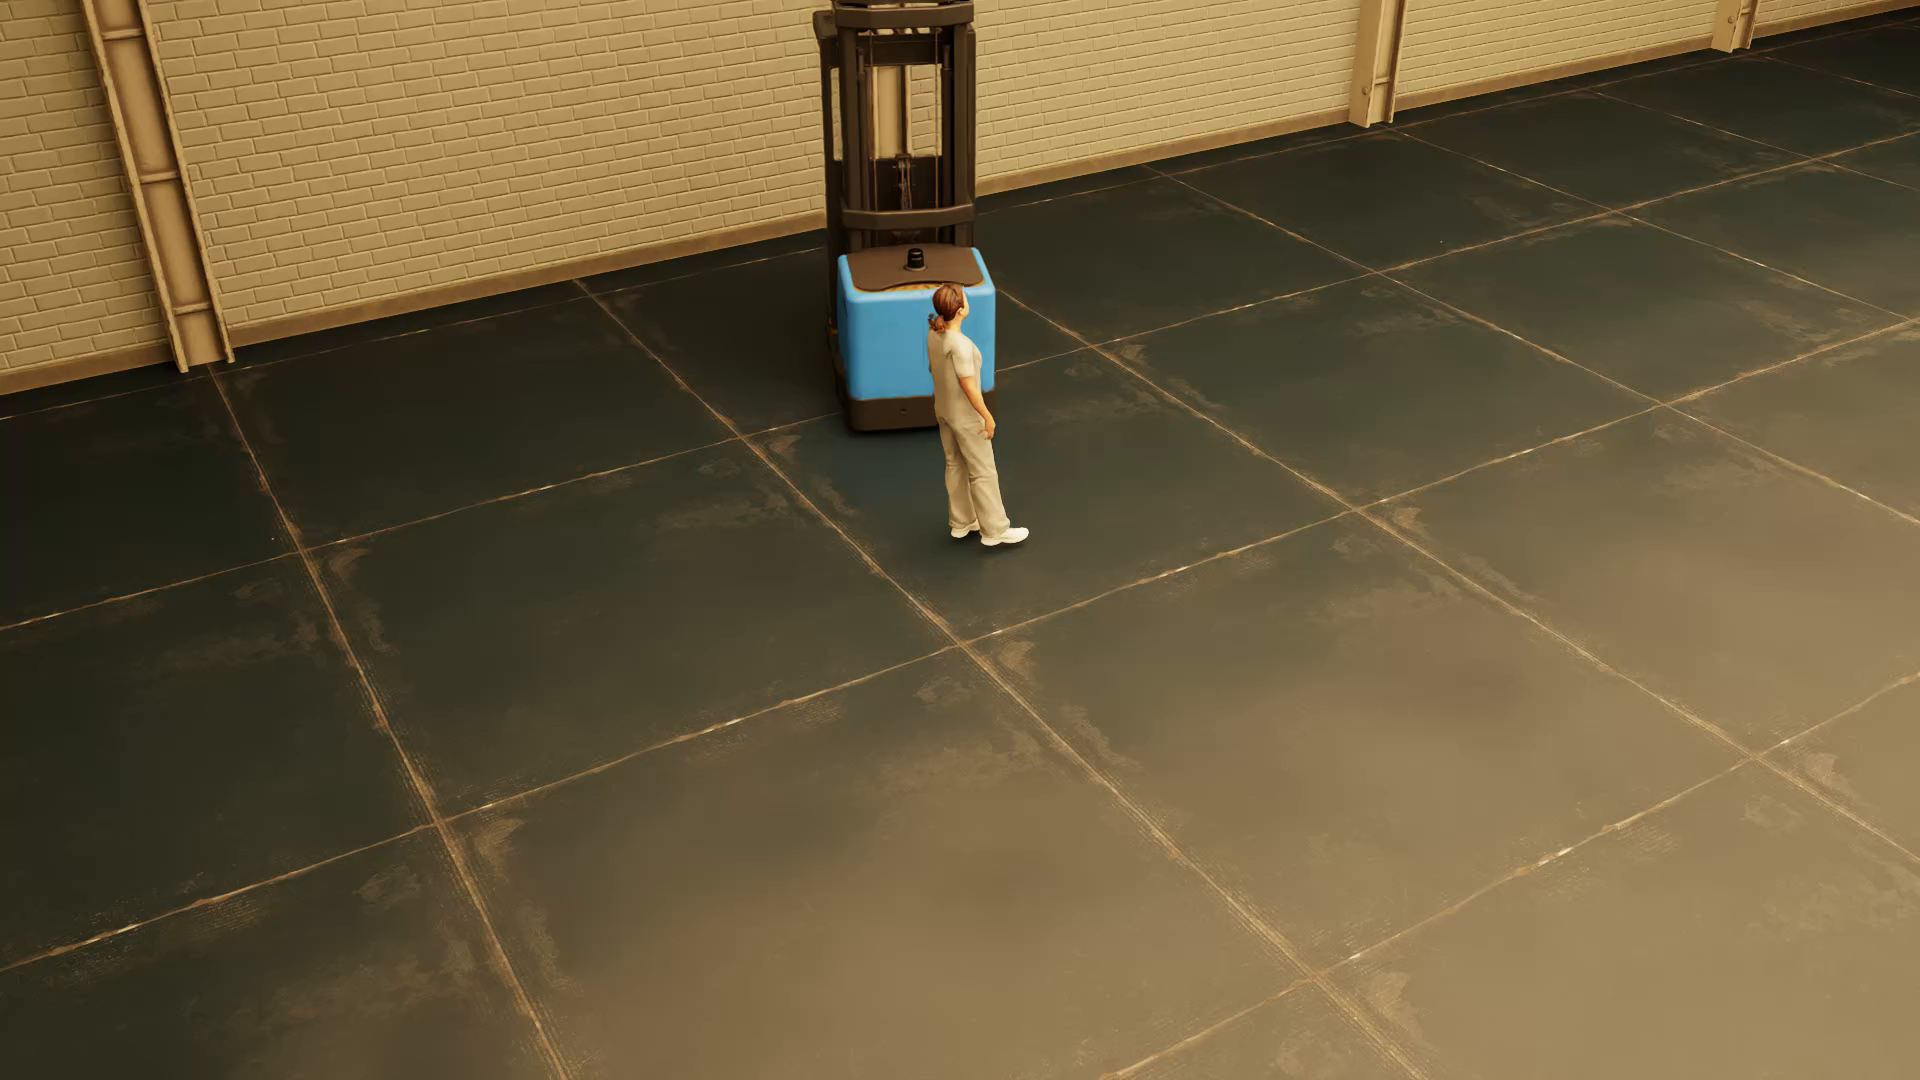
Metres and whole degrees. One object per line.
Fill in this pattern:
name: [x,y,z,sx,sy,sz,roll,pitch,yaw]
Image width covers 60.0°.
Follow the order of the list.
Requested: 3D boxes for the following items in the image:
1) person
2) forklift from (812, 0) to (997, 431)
person: [0.070,-0.773,10.067,0.549,1.675,0.549,-17,35,-26]
forklift: [-0.468,-2.761,12.258,1.130,2.935,3.031,-4,31,-7]
